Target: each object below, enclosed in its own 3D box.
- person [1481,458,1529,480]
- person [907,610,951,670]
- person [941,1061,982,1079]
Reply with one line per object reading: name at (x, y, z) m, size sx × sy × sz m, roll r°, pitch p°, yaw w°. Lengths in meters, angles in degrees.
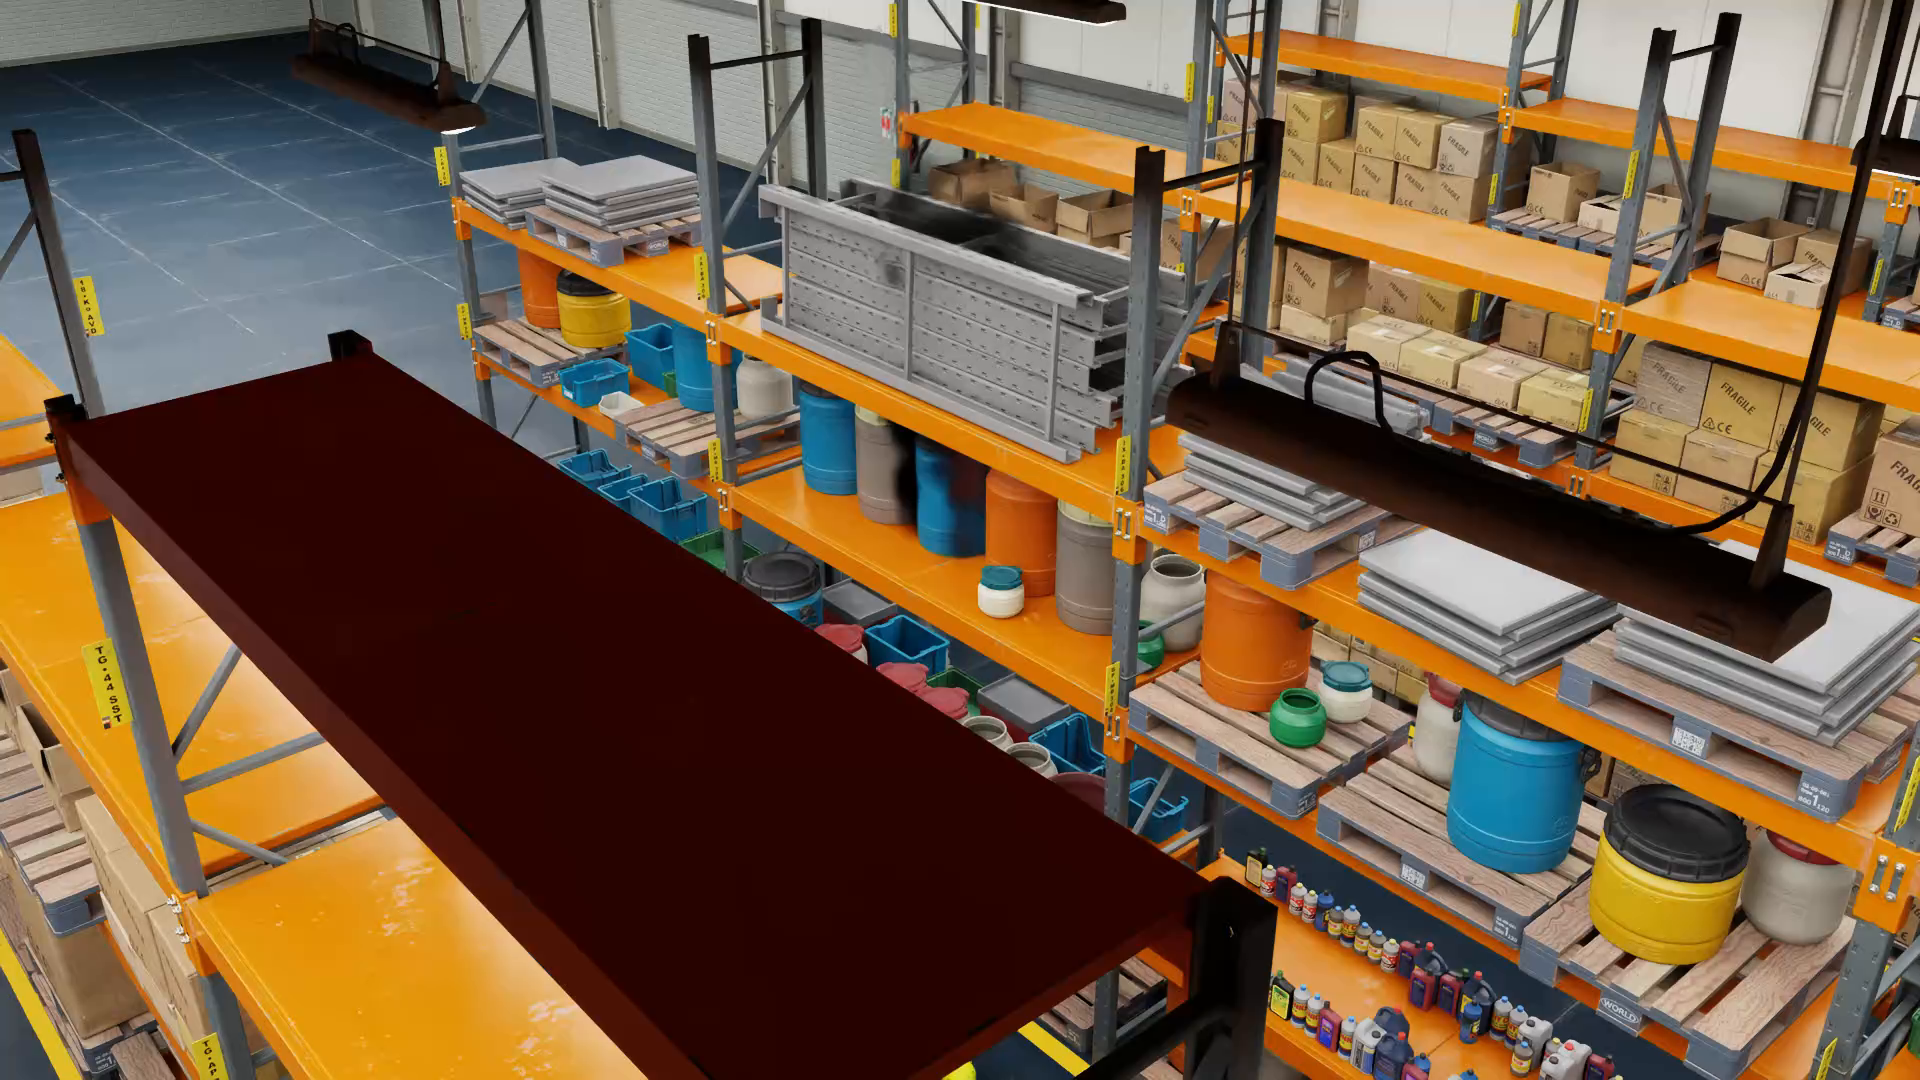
person at (5.140, -0.218, 16.157) m, size 0.584 × 1.754 × 0.776 m, roll -24°, pitch 35°, yaw -38°
person at (-0.325, 0.418, 14.837) m, size 0.554 × 1.698 × 0.929 m, roll -23°, pitch 35°, yaw -38°
person at (-0.068, 3.404, 8.979) m, size 0.578 × 1.722 × 0.705 m, roll 19°, pitch 33°, yaw 33°
